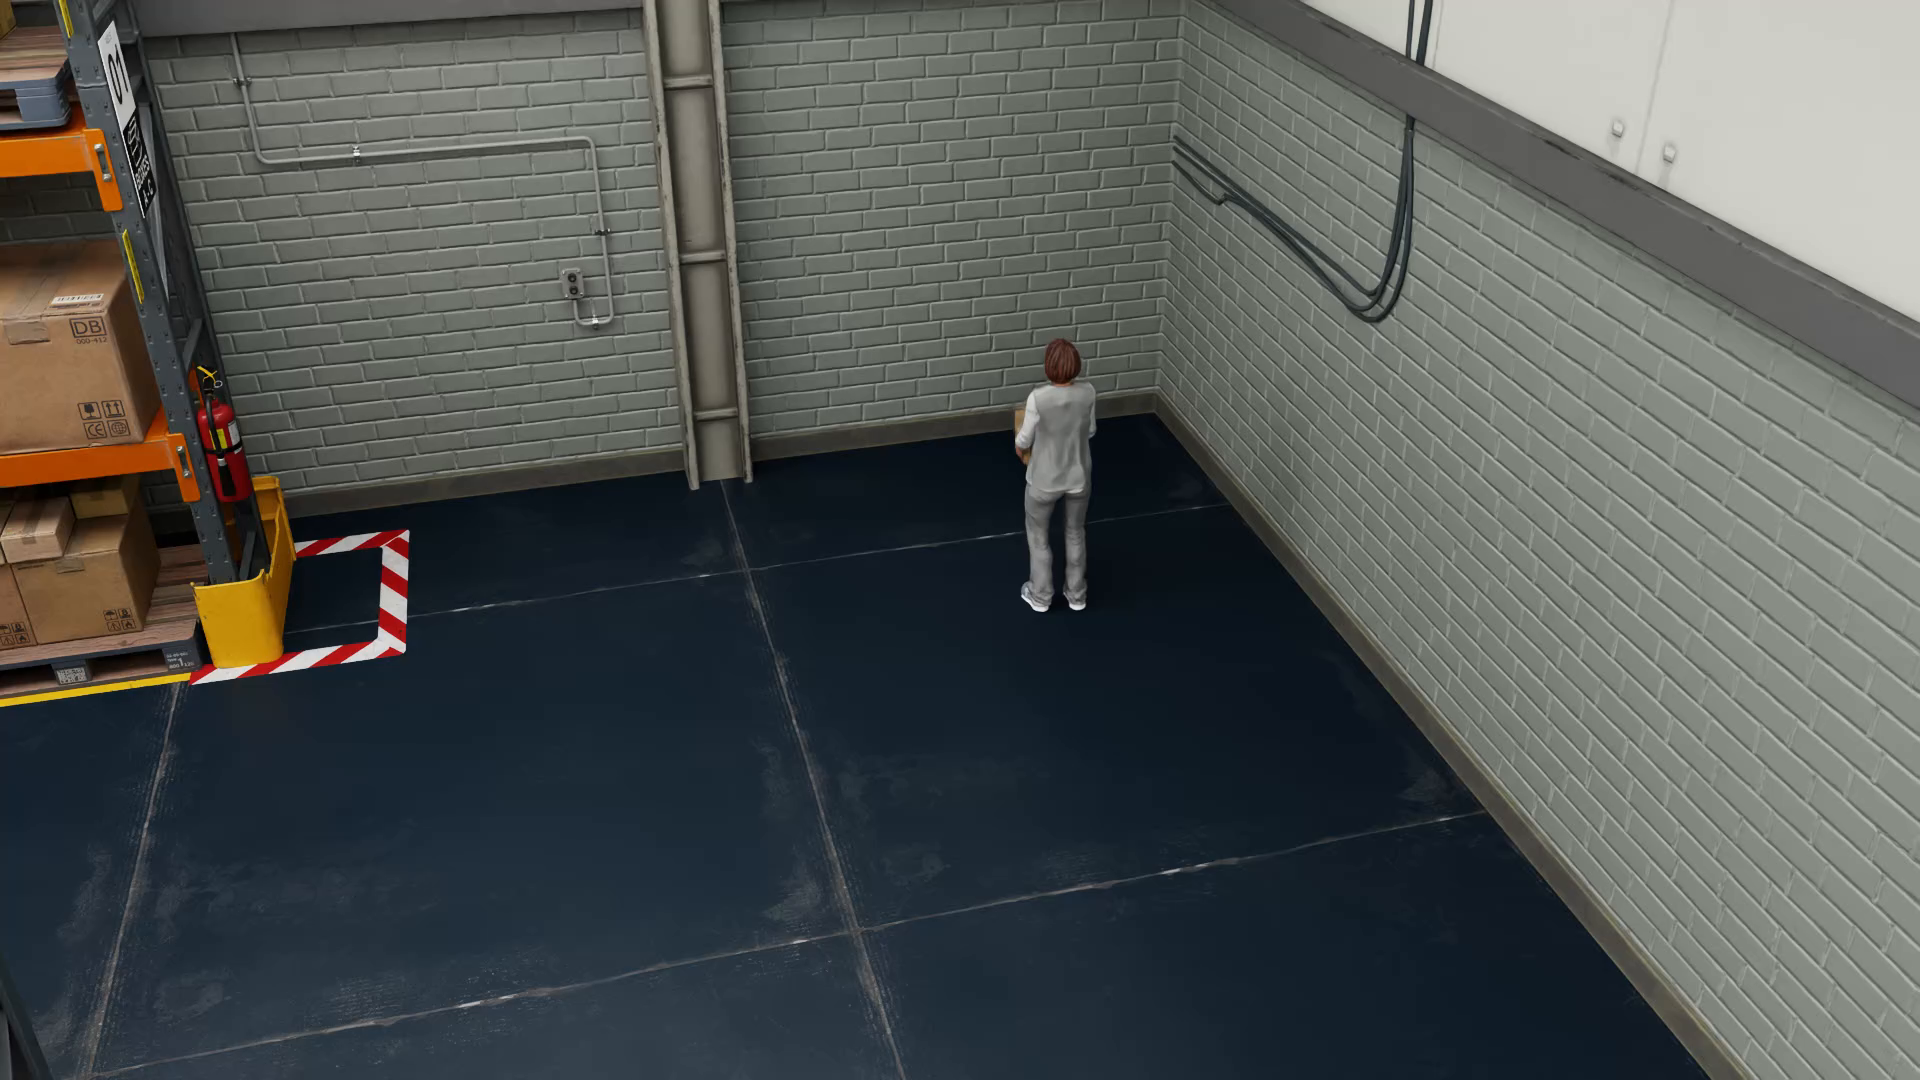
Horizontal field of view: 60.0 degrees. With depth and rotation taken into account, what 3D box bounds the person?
[{"bbox_3d":[0.497,-0.315,8.860,0.438,1.499,0.470,-8,32,-13],"label":"person"}]
